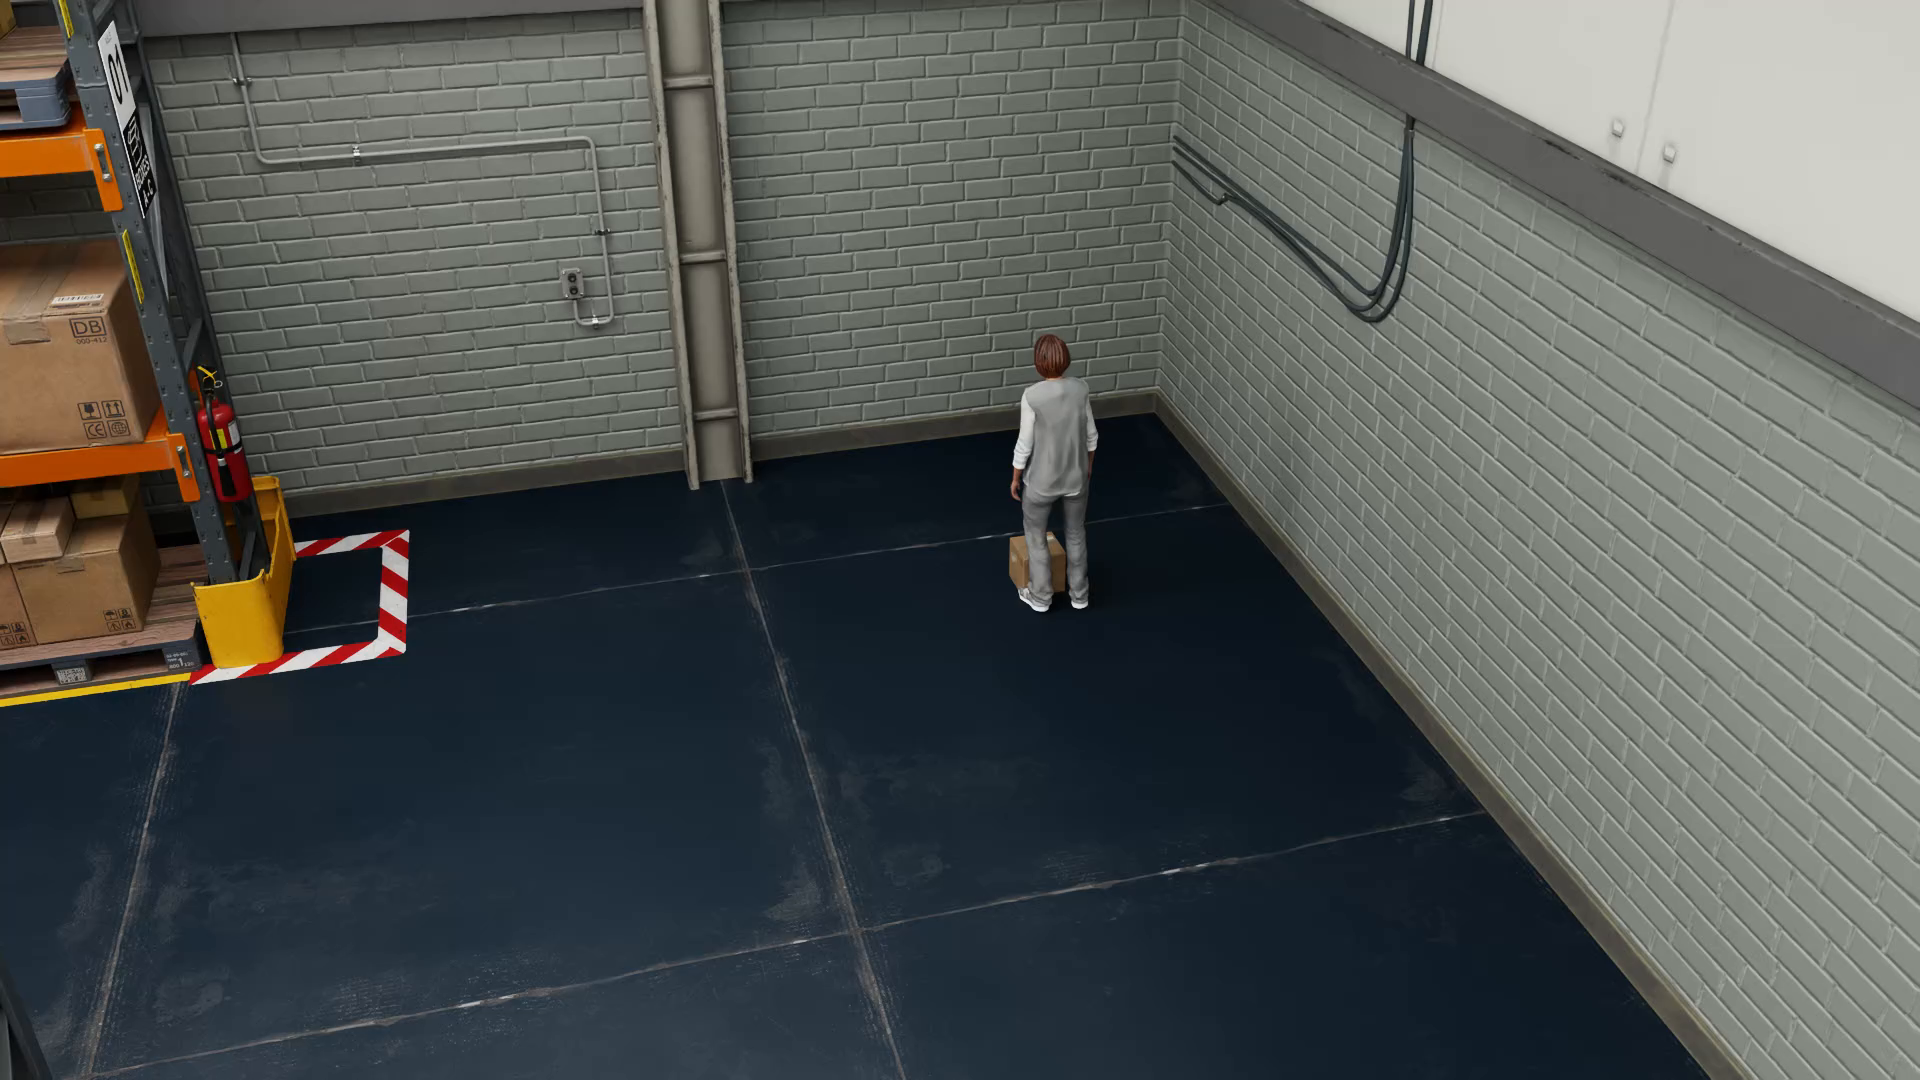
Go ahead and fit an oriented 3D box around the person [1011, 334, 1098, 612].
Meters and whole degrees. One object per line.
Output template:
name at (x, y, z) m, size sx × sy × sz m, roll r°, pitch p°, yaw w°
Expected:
person at (0.498, -0.330, 8.793) m, size 0.484 × 1.594 × 0.370 m, roll -10°, pitch 32°, yaw -16°
